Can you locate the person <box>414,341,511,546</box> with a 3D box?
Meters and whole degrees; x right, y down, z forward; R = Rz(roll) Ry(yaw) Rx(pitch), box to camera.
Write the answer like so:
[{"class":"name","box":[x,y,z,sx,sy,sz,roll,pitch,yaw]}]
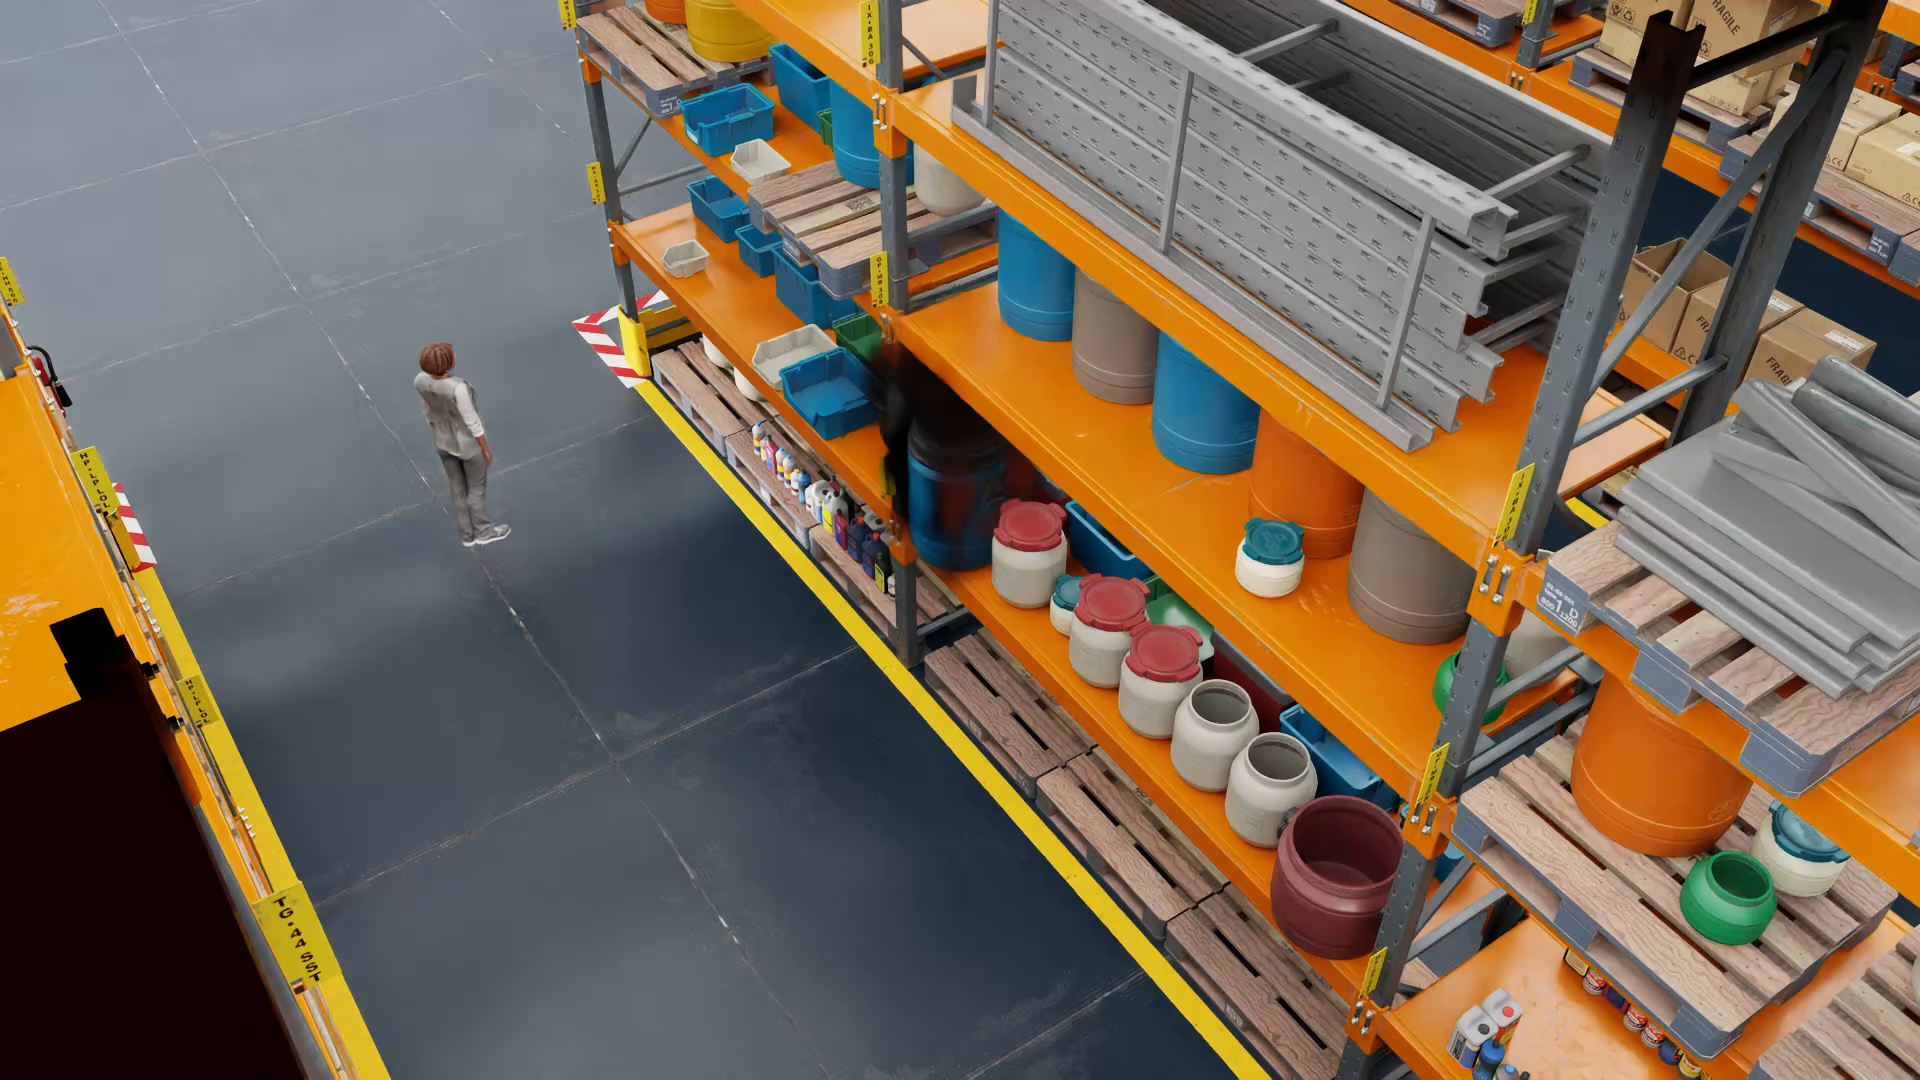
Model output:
[{"class":"person","box":[-3.272,-0.617,10.835,0.475,1.622,0.352,14,44,14]}]
